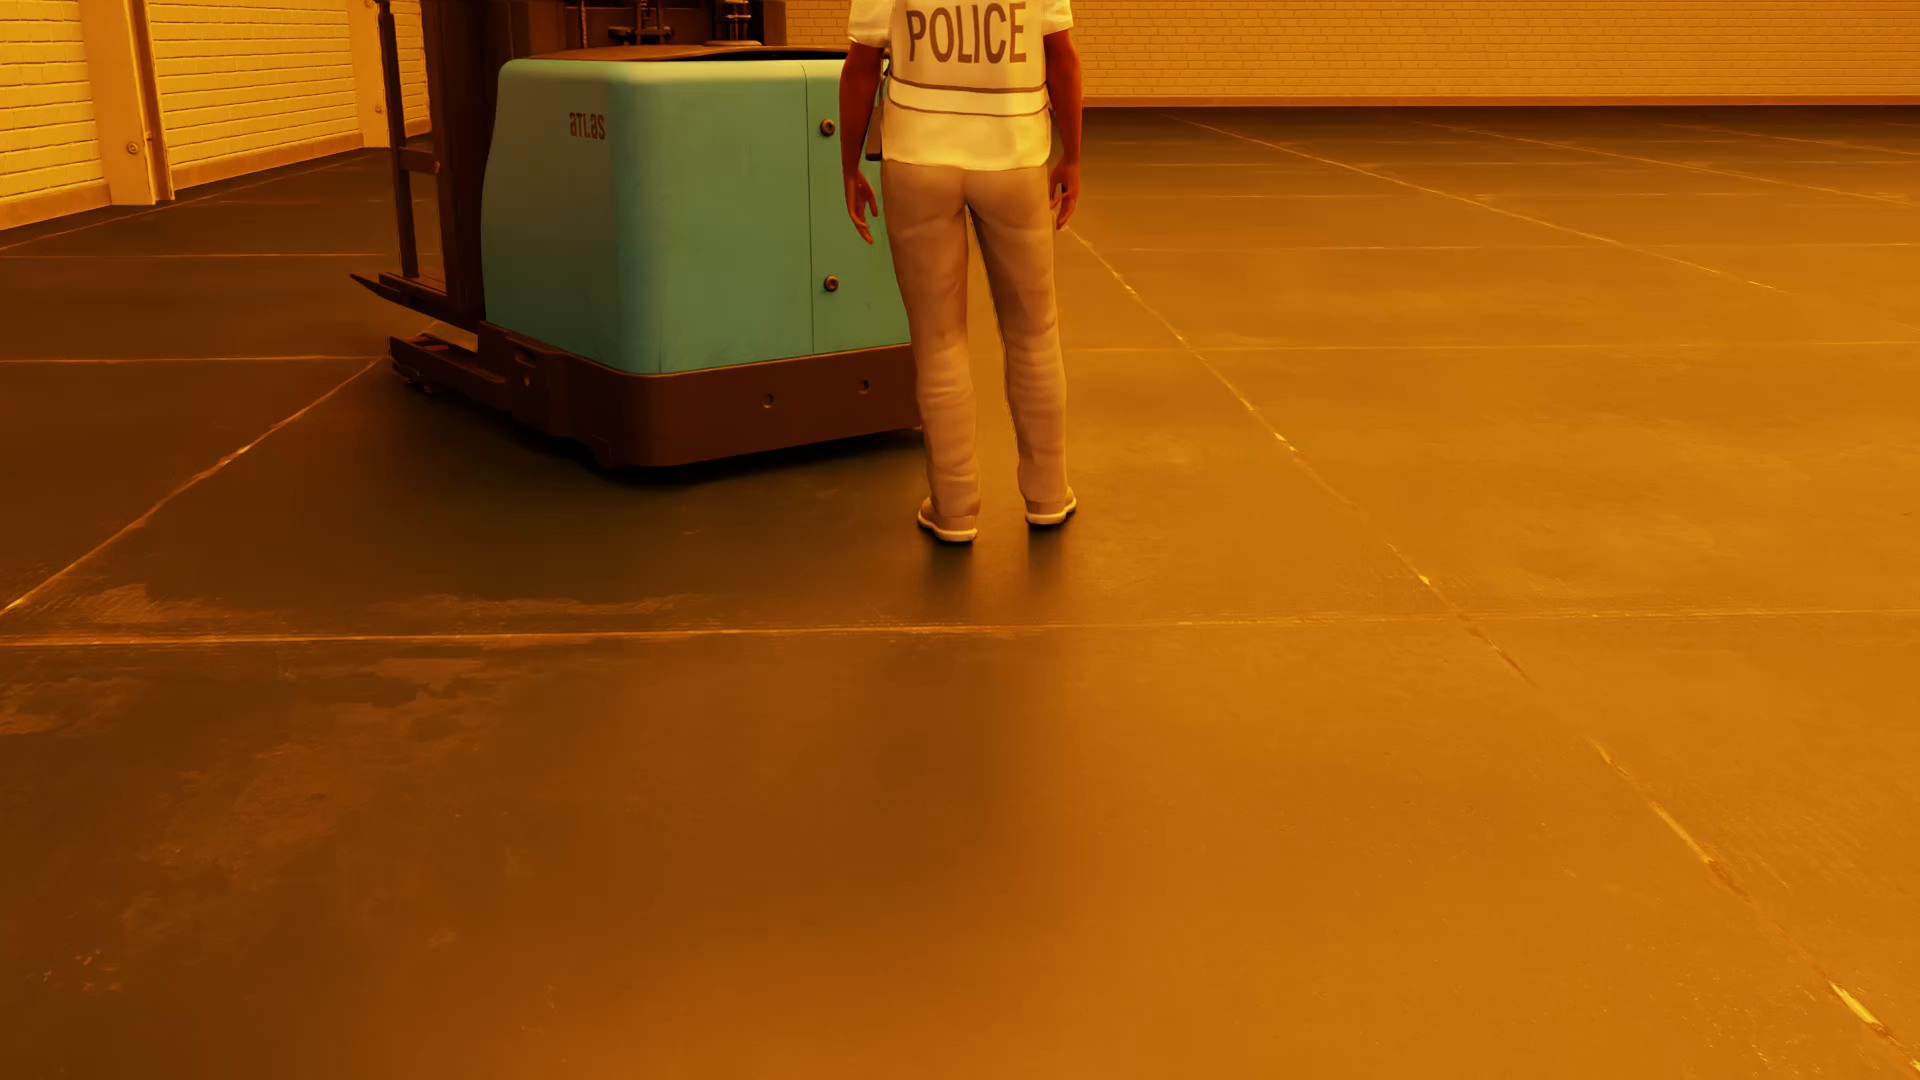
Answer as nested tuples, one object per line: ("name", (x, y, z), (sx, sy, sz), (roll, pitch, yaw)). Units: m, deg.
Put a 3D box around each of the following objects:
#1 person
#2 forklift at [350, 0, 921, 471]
("person", (0.016, -0.837, 3.749), (0.566, 1.697, 0.520), (-1, 17, -2))
("forklift", (-1.277, -1.956, 5.302), (1.130, 2.935, 3.031), (-12, 21, -34))
